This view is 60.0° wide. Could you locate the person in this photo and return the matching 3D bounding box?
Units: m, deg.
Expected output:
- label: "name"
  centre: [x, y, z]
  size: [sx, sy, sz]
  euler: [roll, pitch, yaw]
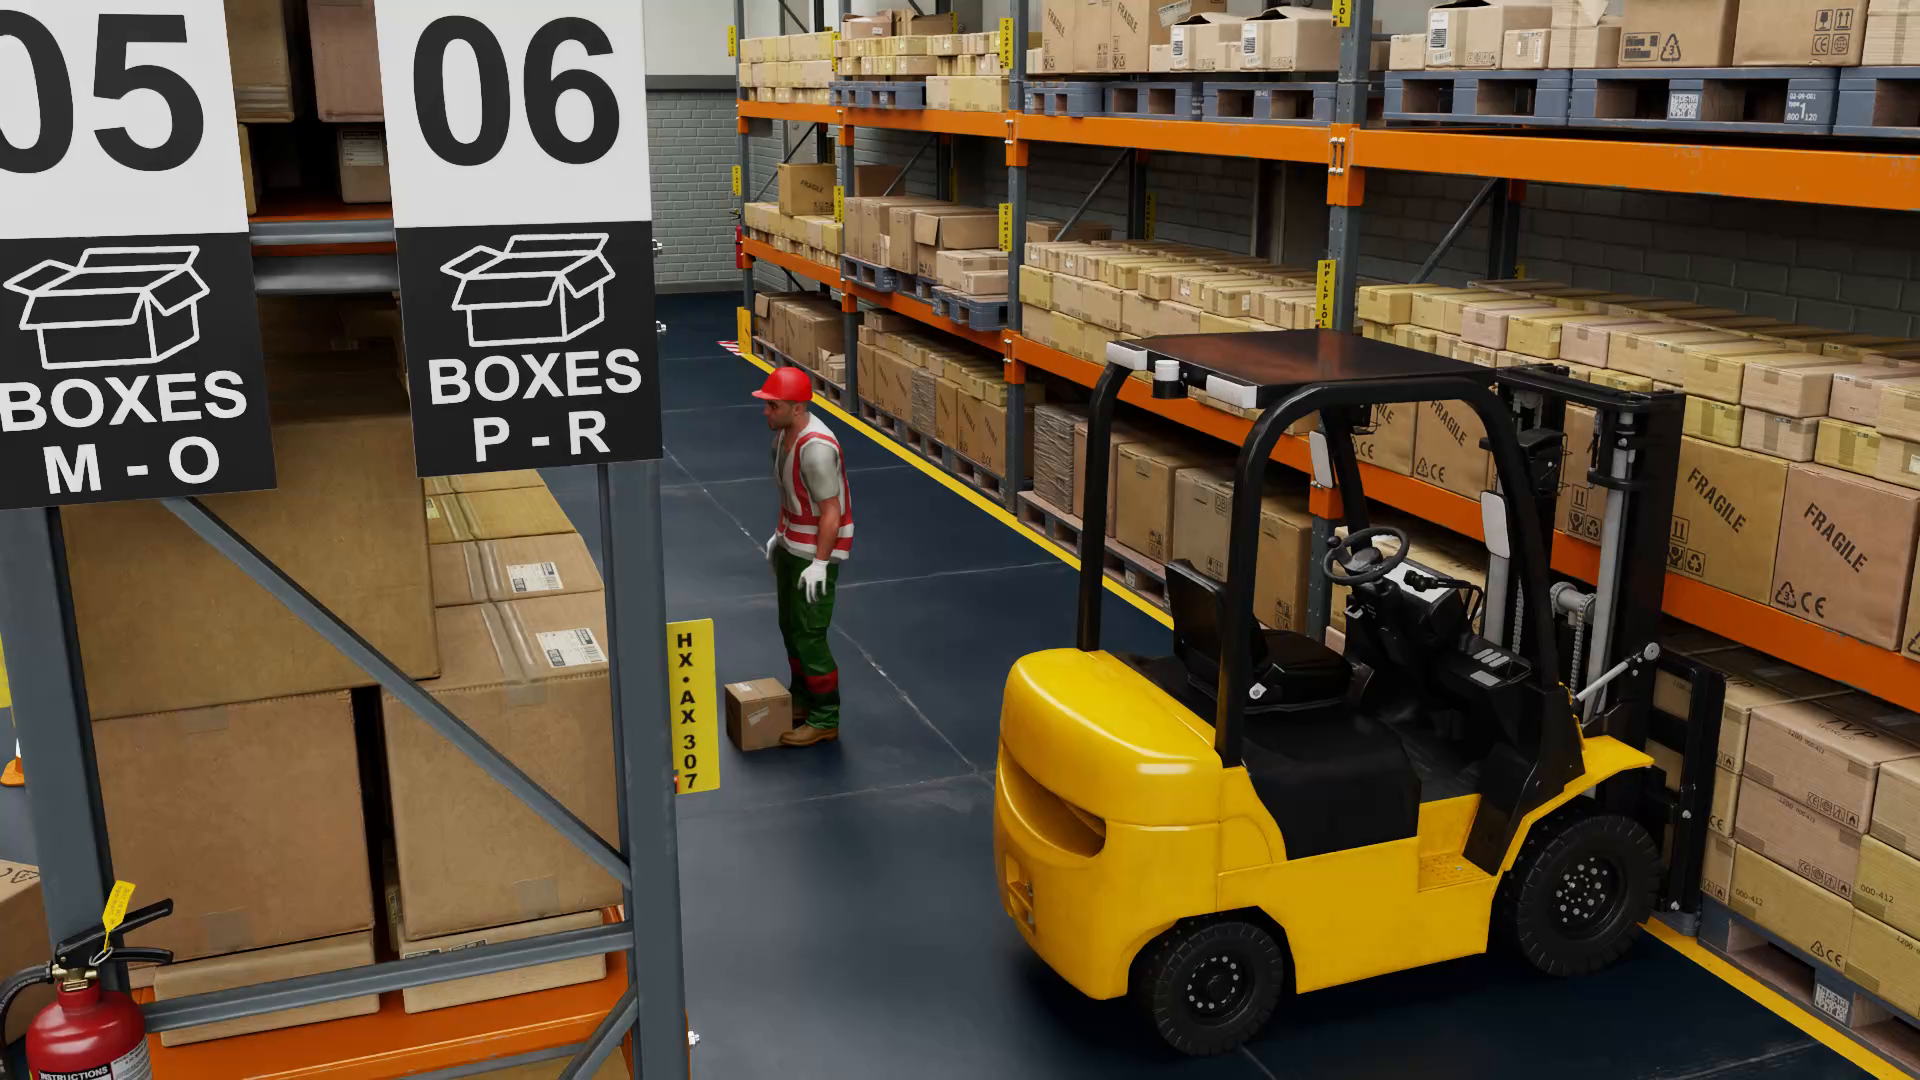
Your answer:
- label: "person"
  centre: [-0.735, 0.071, 7.737]
  size: [0.445, 1.781, 0.621]
  euler: [-7, 17, -23]
